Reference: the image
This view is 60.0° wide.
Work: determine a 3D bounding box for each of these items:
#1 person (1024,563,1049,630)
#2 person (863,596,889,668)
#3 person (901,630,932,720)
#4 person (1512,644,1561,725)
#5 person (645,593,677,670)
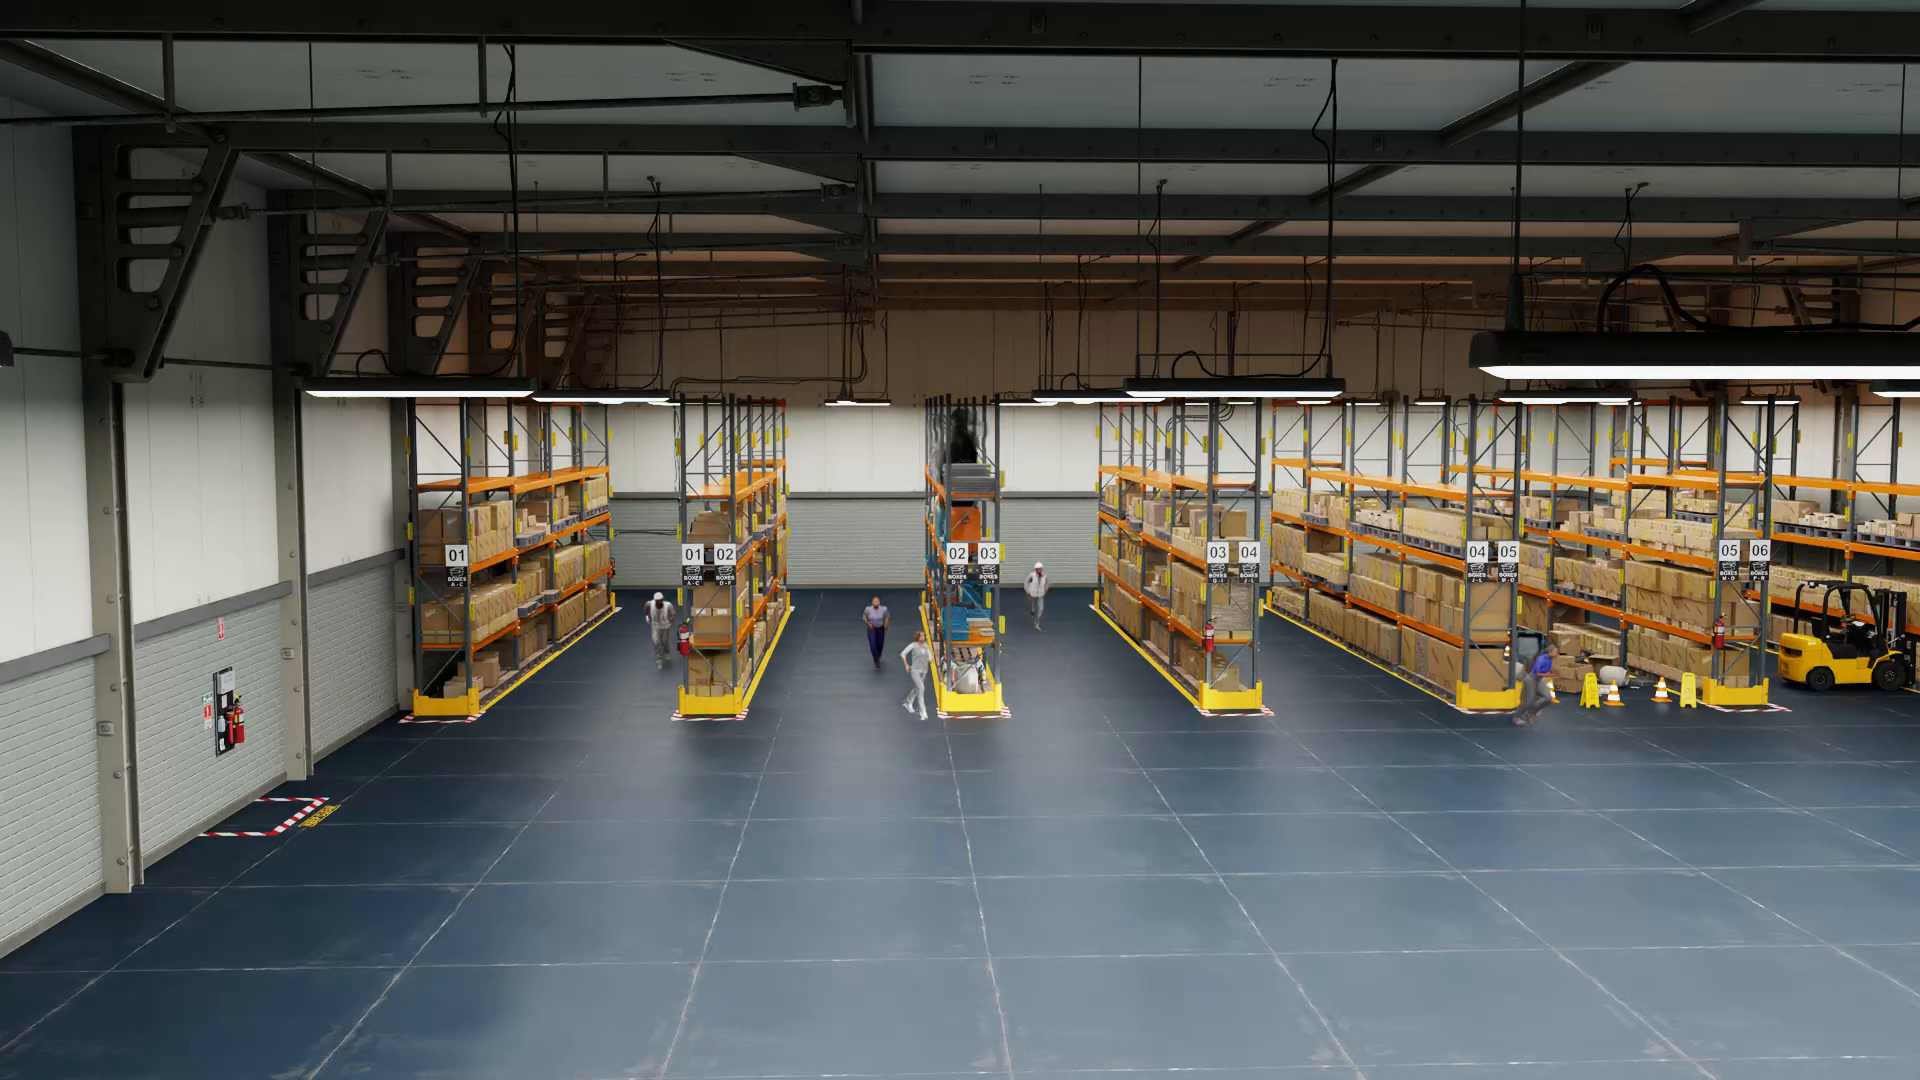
[{"bbox_3d":[1.993,1.455,43.423,0.672,1.752,0.817,-1,5,-10],"label":"person"},{"bbox_3d":[-1.865,2.027,36.955,0.590,1.601,0.714,0,5,-1],"label":"person"},{"bbox_3d":[-0.774,2.477,30.890,0.553,1.622,0.791,-4,6,-42],"label":"person"},{"bbox_3d":[10.425,2.604,29.981,0.911,1.484,0.607,4,6,44],"label":"person"},{"bbox_3d":[-6.624,1.986,36.920,0.729,1.732,1.056,0,5,2],"label":"person"}]
